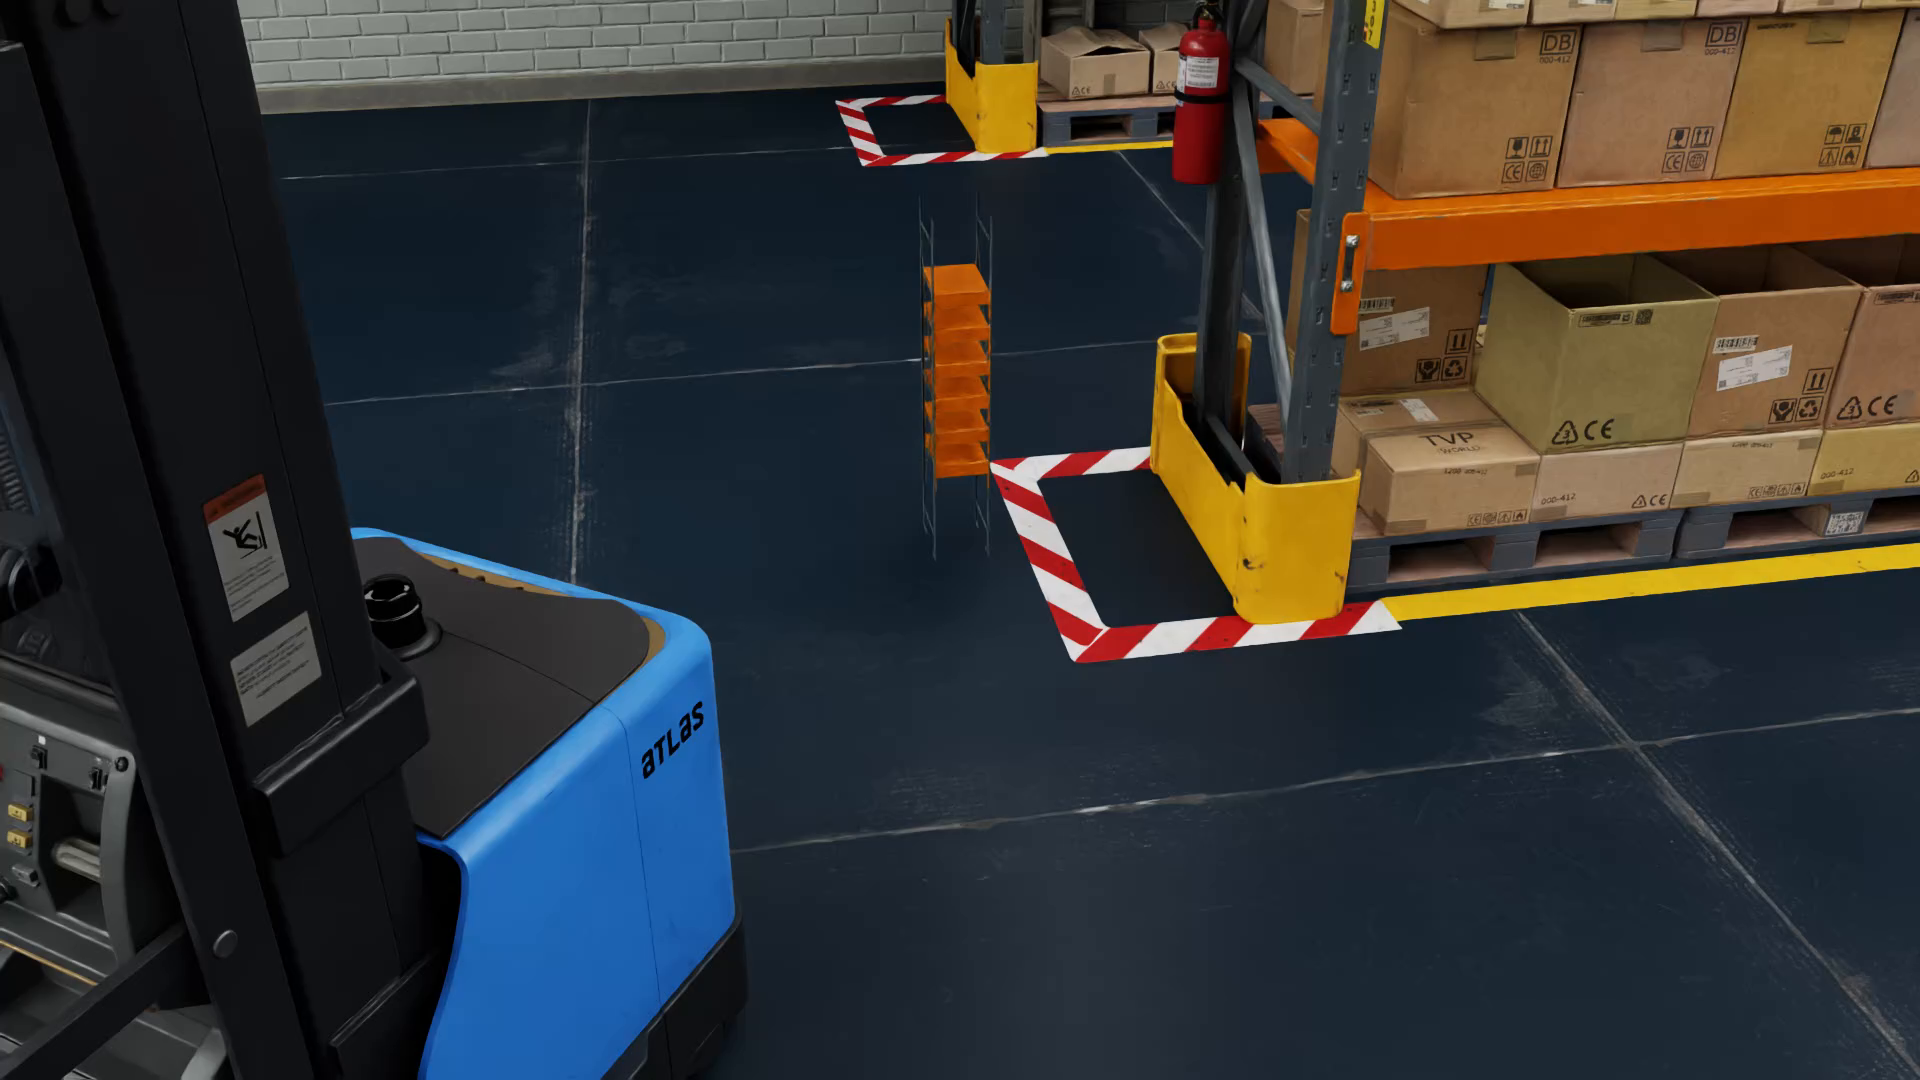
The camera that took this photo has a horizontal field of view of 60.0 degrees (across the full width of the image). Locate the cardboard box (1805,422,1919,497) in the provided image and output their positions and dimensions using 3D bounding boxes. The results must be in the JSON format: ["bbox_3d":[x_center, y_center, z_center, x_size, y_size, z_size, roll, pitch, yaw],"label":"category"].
[{"bbox_3d":[3.040,-0.397,5.763,0.500,0.250,0.500,-5,31,-9],"label":"cardboard box"}]

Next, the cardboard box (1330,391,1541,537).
[{"bbox_3d":[1.564,-0.260,5.532,0.500,0.250,0.500,-5,31,-9],"label":"cardboard box"}]

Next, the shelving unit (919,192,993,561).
[{"bbox_3d":[-0.014,-0.516,5.444,0.189,1.200,0.258,-5,31,-9],"label":"shelving unit"}]

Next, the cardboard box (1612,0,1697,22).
[{"bbox_3d":[1.926,-1.625,4.816,0.250,0.149,0.380,-5,31,-9],"label":"cardboard box"}]

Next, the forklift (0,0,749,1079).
[{"bbox_3d":[-1.583,0.392,2.191,1.130,2.935,3.031,14,33,22],"label":"forklift"}]

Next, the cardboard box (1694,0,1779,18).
[{"bbox_3d":[2.175,-1.647,4.853,0.250,0.149,0.380,-6,31,-10],"label":"cardboard box"}]

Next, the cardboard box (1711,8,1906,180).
[{"bbox_3d":[2.463,-1.499,5.241,0.500,0.500,0.700,-5,31,-9],"label":"cardboard box"}]

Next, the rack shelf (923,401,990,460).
[{"bbox_3d":[-0.014,-0.374,5.527,0.180,0.103,0.258,-5,31,-9],"label":"rack shelf"}]

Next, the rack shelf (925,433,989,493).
[{"bbox_3d":[-0.014,-0.271,5.588,0.180,0.103,0.258,-5,31,-9],"label":"rack shelf"}]

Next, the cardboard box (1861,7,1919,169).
[{"bbox_3d":[2.980,-1.549,5.326,0.500,0.500,0.700,-4,31,-7],"label":"cardboard box"}]

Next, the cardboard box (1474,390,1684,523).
[{"bbox_3d":[2.055,-0.308,5.613,0.500,0.250,0.500,-5,31,-9],"label":"cardboard box"}]

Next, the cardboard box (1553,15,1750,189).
[{"bbox_3d":[1.974,-1.456,5.169,0.500,0.500,0.700,-5,31,-8],"label":"cardboard box"}]

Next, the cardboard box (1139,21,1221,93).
[{"bbox_3d":[1.358,-2.897,9.936,0.500,0.311,0.500,-3,31,-5],"label":"cardboard box"}]

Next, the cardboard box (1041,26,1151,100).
[{"bbox_3d":[0.797,-2.845,9.848,0.500,0.311,0.500,-9,32,-15],"label":"cardboard box"}]

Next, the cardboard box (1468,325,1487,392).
[{"bbox_3d":[1.961,-0.570,6.059,0.500,0.250,0.500,-5,31,-9],"label":"cardboard box"}]

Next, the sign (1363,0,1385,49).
[{"bbox_3d":[1.091,-1.457,4.336,0.005,0.325,0.100,-5,31,-9],"label":"sign"}]

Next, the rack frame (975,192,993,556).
[{"bbox_3d":[0.076,-0.524,5.458,0.006,1.200,0.240,-5,31,-9],"label":"rack frame"}]

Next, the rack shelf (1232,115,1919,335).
[{"bbox_3d":[2.964,-1.199,5.540,4.000,0.370,1.077,-5,31,-9],"label":"rack shelf"}]

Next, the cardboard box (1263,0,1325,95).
[{"bbox_3d":[2.089,-3.021,9.960,0.500,0.500,0.700,-7,31,-12],"label":"cardboard box"}]

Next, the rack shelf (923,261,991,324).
[{"bbox_3d":[-0.014,-0.788,5.284,0.180,0.103,0.258,-5,31,-9],"label":"rack shelf"}]

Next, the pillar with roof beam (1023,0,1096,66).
[{"bbox_3d":[1.409,-4.731,4.918,0.400,9.000,9.100,-5,31,-9],"label":"pillar with roof beam"}]

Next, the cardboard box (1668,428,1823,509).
[{"bbox_3d":[2.547,-0.353,5.690,0.500,0.250,0.500,-5,31,-9],"label":"cardboard box"}]

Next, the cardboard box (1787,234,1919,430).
[{"bbox_3d":[3.040,-0.719,5.572,0.500,0.500,0.500,-5,31,-9],"label":"cardboard box"}]

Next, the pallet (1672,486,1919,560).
[{"bbox_3d":[2.939,-0.325,6.094,1.213,0.211,1.003,-5,31,-9],"label":"pallet"}]

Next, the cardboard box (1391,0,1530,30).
[{"bbox_3d":[1.421,-1.578,4.735,0.250,0.149,0.380,-6,31,-9],"label":"cardboard box"}]

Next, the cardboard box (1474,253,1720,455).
[{"bbox_3d":[2.056,-0.630,5.421,0.500,0.500,0.500,-5,31,-9],"label":"cardboard box"}]

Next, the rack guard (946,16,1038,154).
[{"bbox_3d":[0.175,-2.725,9.892,0.348,0.500,1.175,-5,31,-9],"label":"rack guard"}]

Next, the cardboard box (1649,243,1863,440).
[{"bbox_3d":[2.545,-0.682,5.510,0.500,0.500,0.500,-5,31,-9],"label":"cardboard box"}]

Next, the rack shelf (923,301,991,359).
[{"bbox_3d":[-0.014,-0.684,5.344,0.180,0.103,0.258,-5,31,-9],"label":"rack shelf"}]

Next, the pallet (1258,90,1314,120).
[{"bbox_3d":[2.178,-2.767,10.248,1.213,0.211,1.003,-5,31,-9],"label":"pallet"}]

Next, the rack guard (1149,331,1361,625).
[{"bbox_3d":[0.973,-0.247,5.677,0.348,0.500,1.175,-5,31,-9],"label":"rack guard"}]

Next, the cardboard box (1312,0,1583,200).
[{"bbox_3d":[1.458,-1.406,5.083,0.500,0.500,0.700,-5,31,-9],"label":"cardboard box"}]

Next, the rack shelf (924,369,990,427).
[{"bbox_3d":[-0.014,-0.478,5.466,0.180,0.103,0.258,-5,31,-9],"label":"rack shelf"}]

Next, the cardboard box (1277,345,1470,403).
[{"bbox_3d":[1.471,-0.519,5.971,0.500,0.250,0.500,-5,31,-9],"label":"cardboard box"}]

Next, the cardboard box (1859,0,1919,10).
[{"bbox_3d":[2.688,-1.696,4.937,0.250,0.149,0.380,-6,31,-10],"label":"cardboard box"}]

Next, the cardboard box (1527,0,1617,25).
[{"bbox_3d":[1.681,-1.603,4.779,0.250,0.149,0.380,-6,31,-10],"label":"cardboard box"}]

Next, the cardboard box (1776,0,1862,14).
[{"bbox_3d":[2.437,-1.673,4.897,0.250,0.149,0.380,-6,31,-11],"label":"cardboard box"}]

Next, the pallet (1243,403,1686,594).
[{"bbox_3d":[1.741,-0.215,5.908,1.213,0.211,1.003,-5,31,-9],"label":"pallet"}]

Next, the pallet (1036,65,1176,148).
[{"bbox_3d":[0.981,-2.658,10.061,1.213,0.211,1.003,-5,31,-9],"label":"pallet"}]

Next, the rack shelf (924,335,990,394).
[{"bbox_3d":[-0.014,-0.581,5.405,0.180,0.103,0.258,-5,31,-9],"label":"rack shelf"}]

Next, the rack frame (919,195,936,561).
[{"bbox_3d":[-0.104,-0.508,5.429,0.006,1.200,0.240,-5,31,-9],"label":"rack frame"}]

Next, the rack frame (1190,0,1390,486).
[{"bbox_3d":[0.997,-1.327,5.047,0.127,3.000,1.000,-5,31,-9],"label":"rack frame"}]

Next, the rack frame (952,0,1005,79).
[{"bbox_3d":[0.101,-3.796,9.247,0.127,3.000,1.000,-5,31,-9],"label":"rack frame"}]

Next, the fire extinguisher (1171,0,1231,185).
[{"bbox_3d":[0.797,-1.514,5.442,0.183,0.674,0.296,-5,31,-9],"label":"fire extinguisher"}]

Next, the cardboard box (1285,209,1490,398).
[{"bbox_3d":[1.471,-0.843,5.783,0.500,0.500,0.500,-5,31,-9],"label":"cardboard box"}]
